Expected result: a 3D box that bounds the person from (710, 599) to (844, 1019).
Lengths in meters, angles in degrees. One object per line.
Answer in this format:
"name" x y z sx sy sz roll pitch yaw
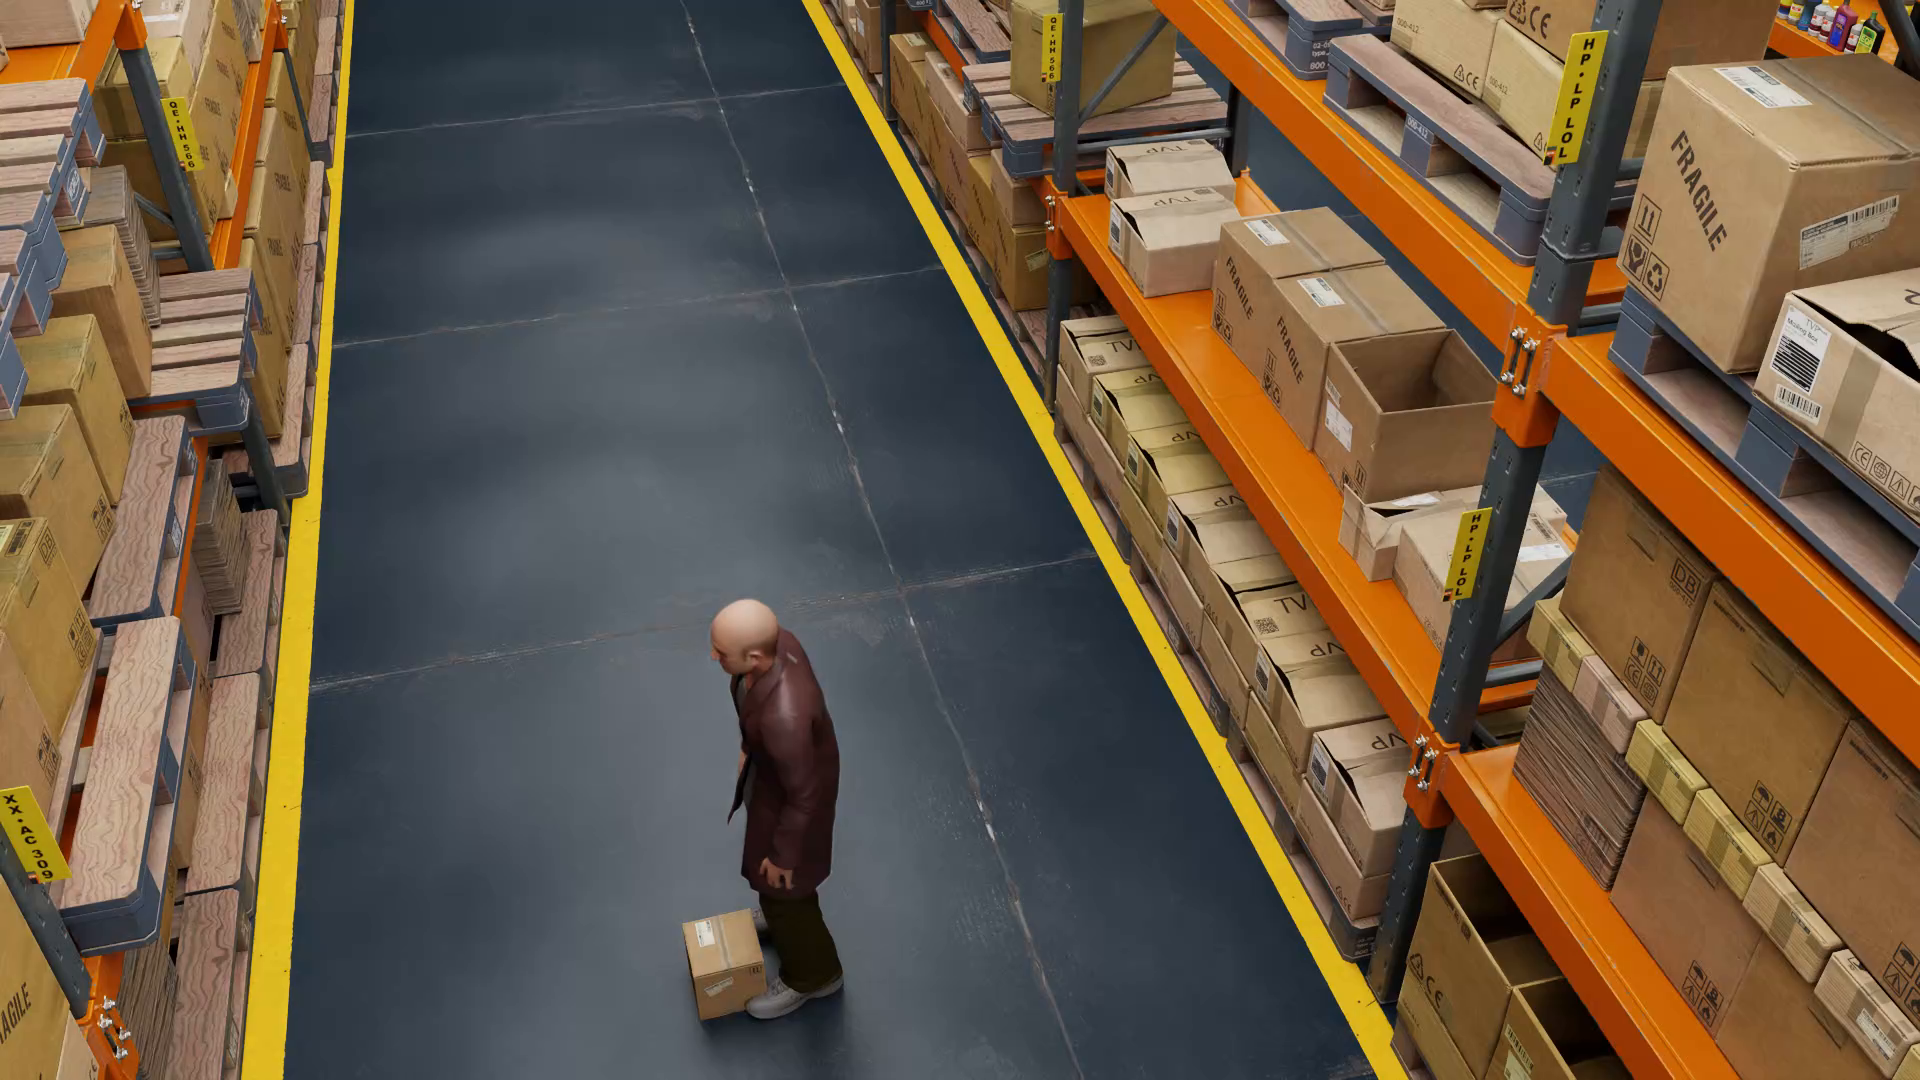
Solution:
"person" -0.613 0.881 5.586 0.423 1.774 0.642 -9 39 -12
